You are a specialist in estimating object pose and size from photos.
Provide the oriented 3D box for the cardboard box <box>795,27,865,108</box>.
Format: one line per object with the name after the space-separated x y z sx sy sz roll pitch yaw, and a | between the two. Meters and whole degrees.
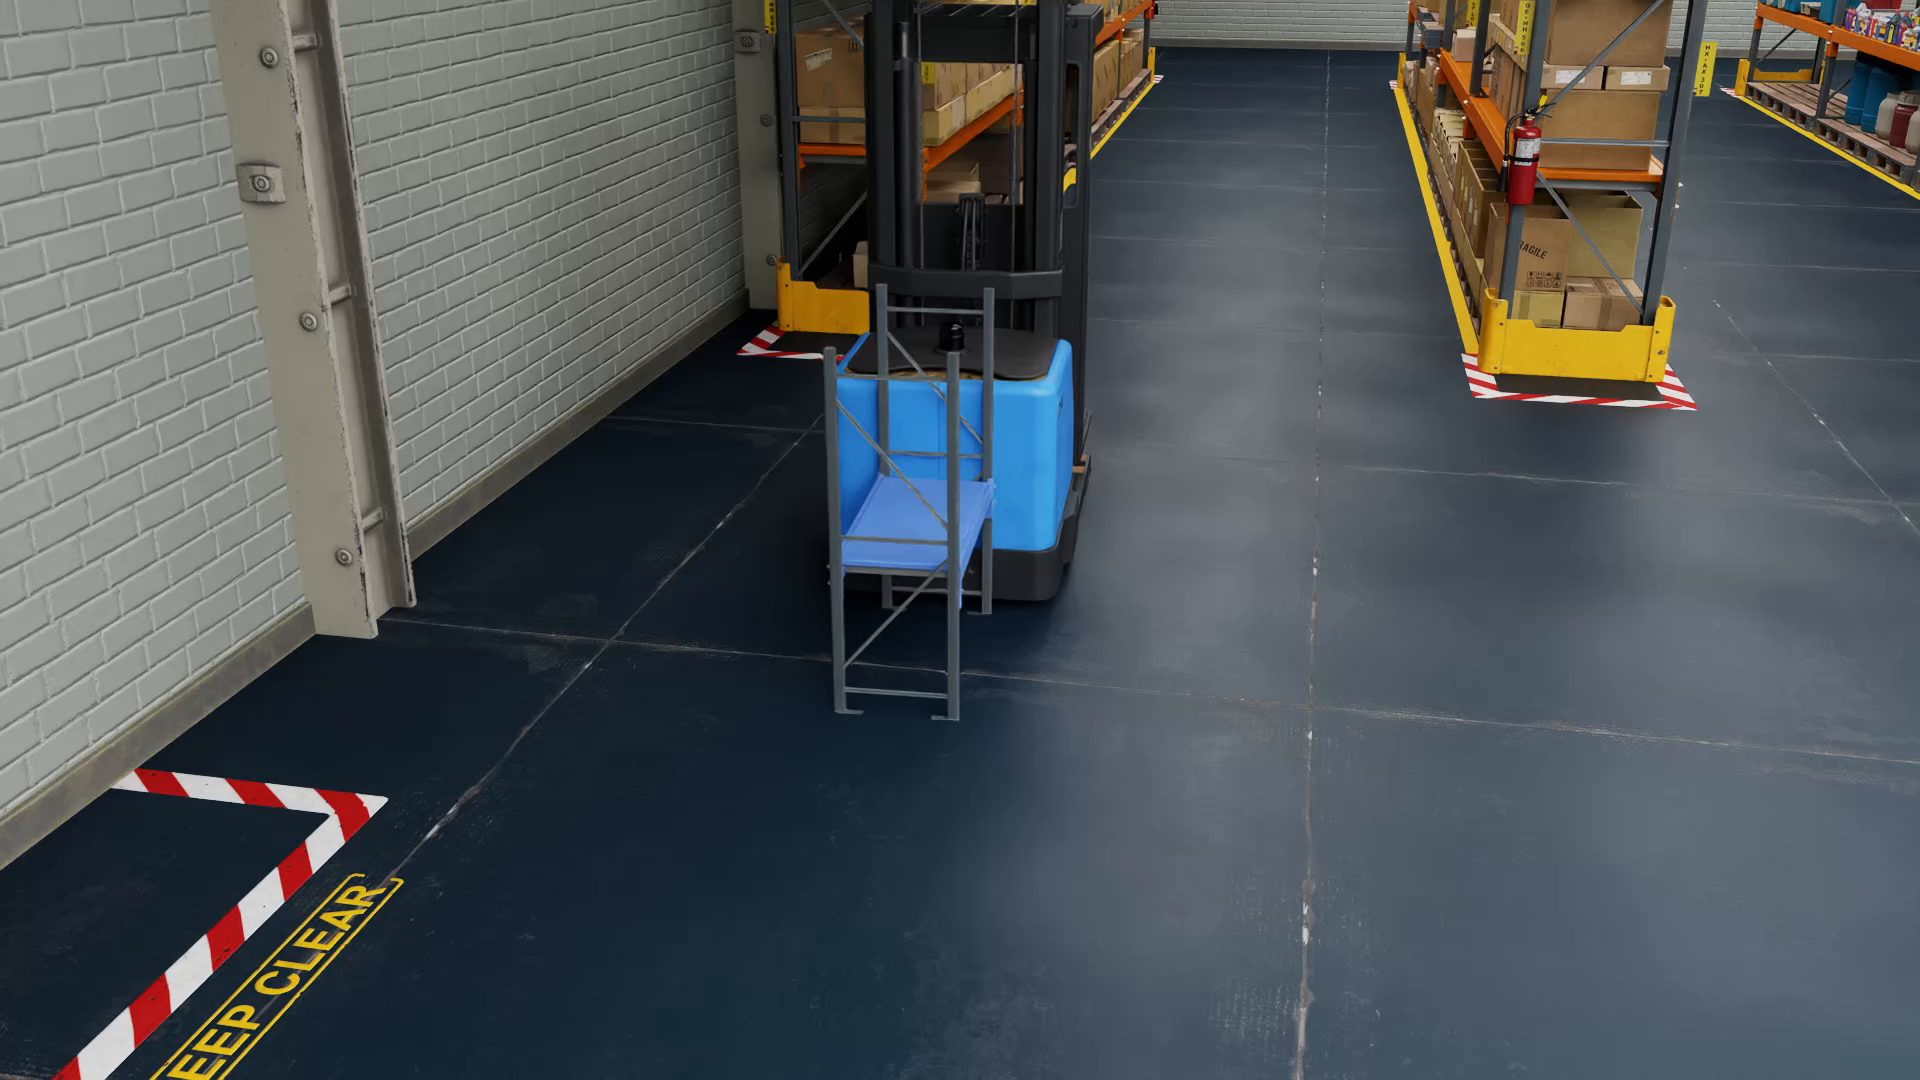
-0.867 -3.391 11.929 0.500 0.500 0.500 4 22 10 | cardboard box

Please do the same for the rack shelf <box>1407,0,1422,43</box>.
6.952 -7.325 23.490 1.077 0.370 4.000 4 22 11 | rack shelf

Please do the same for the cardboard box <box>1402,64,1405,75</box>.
6.938 -7.145 25.307 0.380 0.149 0.250 4 22 11 | cardboard box

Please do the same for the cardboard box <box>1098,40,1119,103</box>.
1.688 -6.254 22.182 0.750 0.750 0.750 5 22 12 | cardboard box

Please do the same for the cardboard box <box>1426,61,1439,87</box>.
5.901 -5.612 20.027 0.500 0.250 0.500 4 22 10 | cardboard box

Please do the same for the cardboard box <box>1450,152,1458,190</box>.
4.714 -3.351 15.027 0.500 0.311 0.500 4 22 11 | cardboard box

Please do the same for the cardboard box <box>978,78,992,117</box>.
-0.037 -3.571 13.378 0.500 0.250 0.500 5 22 11 | cardboard box

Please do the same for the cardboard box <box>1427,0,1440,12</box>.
6.150 -6.756 20.418 0.700 0.500 0.500 8 23 19 | cardboard box

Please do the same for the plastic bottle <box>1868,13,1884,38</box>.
10.736 -6.012 19.432 0.152 0.276 0.135 4 22 11 | plastic bottle

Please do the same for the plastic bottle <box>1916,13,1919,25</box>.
11.346 -6.108 19.570 0.144 0.351 0.185 4 22 11 | plastic bottle

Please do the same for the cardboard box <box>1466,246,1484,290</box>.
4.106 -2.044 12.531 0.500 0.250 0.500 4 22 11 | cardboard box

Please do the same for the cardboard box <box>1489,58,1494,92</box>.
4.969 -4.115 14.758 0.500 0.250 0.500 6 23 14 | cardboard box

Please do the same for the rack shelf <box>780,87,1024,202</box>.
-0.347 -3.313 13.527 1.077 0.370 4.000 4 22 11 | rack shelf

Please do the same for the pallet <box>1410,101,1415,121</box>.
6.685 -5.885 22.684 1.003 0.211 1.213 4 22 11 | pallet

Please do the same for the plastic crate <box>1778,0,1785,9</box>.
11.551 -7.493 23.215 0.250 0.136 0.298 4 22 11 | plastic crate

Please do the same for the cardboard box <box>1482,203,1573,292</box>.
3.914 -2.025 11.481 0.500 0.500 0.500 4 22 11 | cardboard box

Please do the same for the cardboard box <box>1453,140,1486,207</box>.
4.510 -3.123 14.208 0.500 0.500 0.500 4 22 11 | cardboard box

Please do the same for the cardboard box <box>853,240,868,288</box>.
-0.526 -2.118 12.608 0.500 0.311 0.500 2 22 5 | cardboard box

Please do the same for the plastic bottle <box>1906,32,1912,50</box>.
10.429 -5.477 18.204 0.097 0.201 0.097 0 22 0 | plastic bottle

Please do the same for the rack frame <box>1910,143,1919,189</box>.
10.576 -5.086 16.966 1.000 3.000 0.127 4 22 11 | rack frame

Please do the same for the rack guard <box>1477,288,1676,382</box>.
4.091 -1.371 11.087 1.175 0.500 0.348 4 22 11 | rack guard

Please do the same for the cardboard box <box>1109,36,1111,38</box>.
2.038 -7.436 24.718 0.380 0.149 0.250 5 22 11 | cardboard box

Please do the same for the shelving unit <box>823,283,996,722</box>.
-0.179 -0.183 6.800 0.538 1.500 1.048 3 22 8 | shelving unit

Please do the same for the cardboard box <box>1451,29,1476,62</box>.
5.356 -5.111 17.148 0.500 0.311 0.500 4 22 10 | cardboard box

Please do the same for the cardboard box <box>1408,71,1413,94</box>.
6.536 -6.389 23.211 0.500 0.311 0.500 4 22 11 | cardboard box

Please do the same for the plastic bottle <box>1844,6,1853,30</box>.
10.900 -6.393 20.368 0.061 0.283 0.133 4 22 11 | plastic bottle

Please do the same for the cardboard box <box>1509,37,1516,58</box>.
4.355 -3.699 12.520 0.380 0.149 0.250 4 22 10 | cardboard box

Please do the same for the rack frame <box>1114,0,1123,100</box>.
1.694 -7.304 22.473 1.000 3.000 0.127 4 22 11 | rack frame

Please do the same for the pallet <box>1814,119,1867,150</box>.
11.194 -4.976 20.426 1.003 0.211 1.213 4 22 11 | pallet

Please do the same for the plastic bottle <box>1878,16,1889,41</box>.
10.638 -5.885 19.122 0.097 0.271 0.097 0 22 0 | plastic bottle

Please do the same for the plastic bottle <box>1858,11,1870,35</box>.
10.800 -6.174 19.842 0.097 0.271 0.097 0 22 0 | plastic bottle

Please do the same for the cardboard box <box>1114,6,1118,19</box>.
1.874 -6.957 21.922 0.380 0.149 0.250 5 22 12 | cardboard box

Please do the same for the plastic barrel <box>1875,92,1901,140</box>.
10.918 -4.933 19.355 0.421 0.512 0.421 0 22 0 | plastic barrel

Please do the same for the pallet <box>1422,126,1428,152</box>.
6.168 -4.886 20.203 1.003 0.211 1.213 4 22 11 | pallet

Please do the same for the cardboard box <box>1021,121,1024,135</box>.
0.395 -4.069 17.199 0.700 0.500 0.500 5 22 12 | cardboard box

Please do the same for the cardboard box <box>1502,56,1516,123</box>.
4.620 -3.509 12.917 0.700 0.500 0.500 5 22 12 | cardboard box

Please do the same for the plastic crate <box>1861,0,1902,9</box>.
11.820 -6.913 21.338 0.402 0.464 0.583 4 22 11 | plastic crate

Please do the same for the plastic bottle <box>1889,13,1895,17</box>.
10.885 -6.000 19.404 0.152 0.276 0.135 4 22 11 | plastic bottle

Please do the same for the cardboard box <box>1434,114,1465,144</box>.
5.235 -4.282 17.339 0.500 0.311 0.500 4 22 10 | cardboard box

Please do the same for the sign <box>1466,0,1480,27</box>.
4.378 -4.540 14.167 0.100 0.325 0.005 4 22 11 | sign

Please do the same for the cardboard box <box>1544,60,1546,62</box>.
4.039 -3.136 11.123 0.380 0.149 0.250 5 22 12 | cardboard box

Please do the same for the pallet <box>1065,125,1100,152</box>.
1.112 -4.830 20.064 1.003 0.211 1.213 4 22 11 | pallet

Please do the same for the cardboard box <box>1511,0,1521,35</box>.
4.623 -4.119 12.696 0.700 0.500 0.500 4 22 11 | cardboard box

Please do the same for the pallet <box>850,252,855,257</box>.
-0.288 -2.389 14.002 1.003 0.211 1.213 4 22 11 | pallet

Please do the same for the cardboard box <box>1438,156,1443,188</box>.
5.027 -3.653 16.527 0.500 0.250 0.500 5 22 12 | cardboard box

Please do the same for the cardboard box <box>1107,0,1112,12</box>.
1.641 -6.939 21.009 0.500 0.500 0.500 4 22 11 | cardboard box

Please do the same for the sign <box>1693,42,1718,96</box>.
4.638 -2.933 10.355 0.100 0.325 0.005 4 22 11 | sign

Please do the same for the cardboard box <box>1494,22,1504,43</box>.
4.616 -4.174 13.699 0.380 0.149 0.250 5 22 12 | cardboard box

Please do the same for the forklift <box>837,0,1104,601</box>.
0.123 -1.600 8.404 1.130 2.935 3.031 3 22 8 | forklift

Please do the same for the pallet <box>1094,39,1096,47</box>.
0.836 -5.483 18.210 1.213 0.211 1.003 4 22 11 | pallet

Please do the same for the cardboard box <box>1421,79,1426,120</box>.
6.000 -5.436 20.592 0.500 0.500 0.500 5 22 12 | cardboard box

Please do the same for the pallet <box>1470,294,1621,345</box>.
4.210 -1.528 11.865 1.003 0.211 1.213 4 22 11 | pallet

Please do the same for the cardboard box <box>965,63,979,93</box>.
-0.141 -3.723 12.752 0.500 0.500 0.500 4 22 9 | cardboard box

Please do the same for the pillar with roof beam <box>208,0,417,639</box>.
1.531 -3.497 4.992 9.100 9.000 0.400 4 22 11 | pillar with roof beam

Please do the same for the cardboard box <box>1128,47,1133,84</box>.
2.159 -6.976 24.443 0.700 0.500 0.500 5 22 12 | cardboard box
